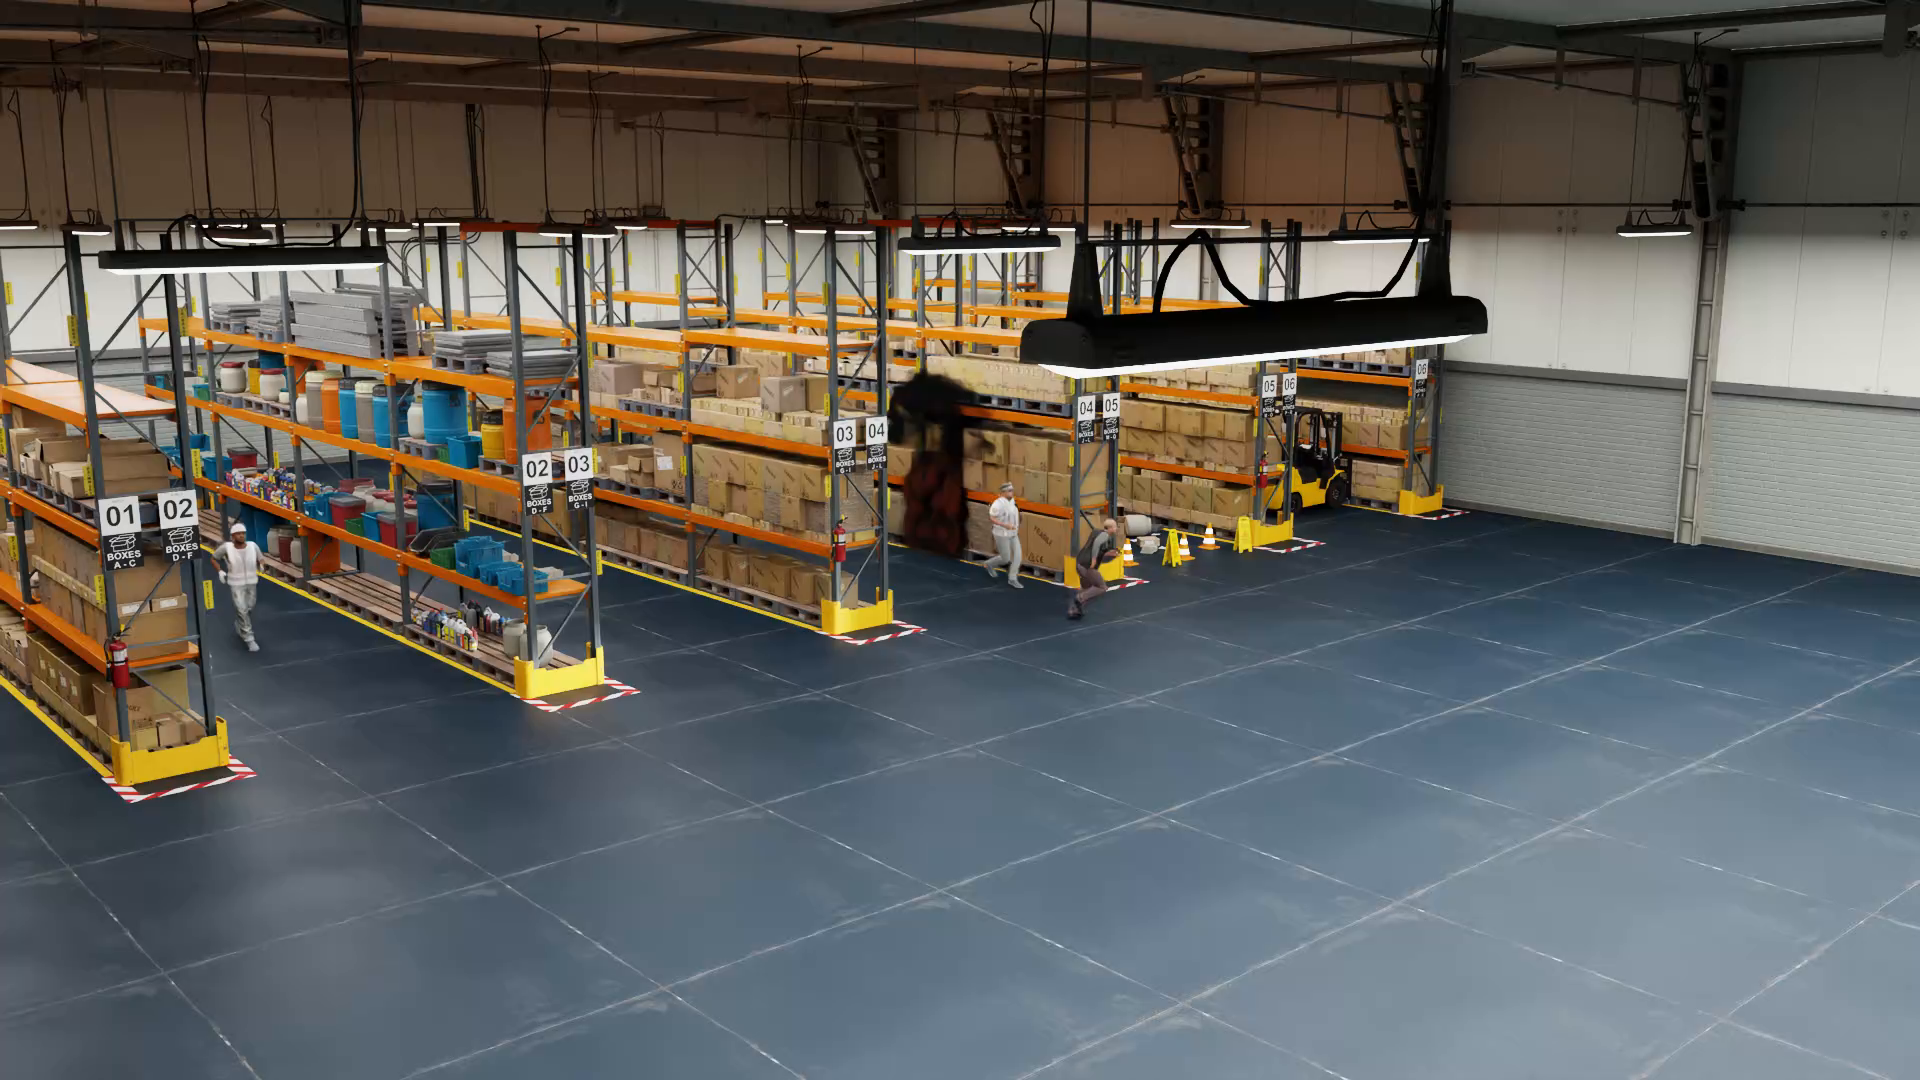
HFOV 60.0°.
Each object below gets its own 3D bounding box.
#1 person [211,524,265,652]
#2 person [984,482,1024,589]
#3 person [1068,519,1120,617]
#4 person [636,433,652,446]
[{"bbox_3d":[-10.380,0.650,24.077,0.682,1.794,0.949,-11,16,-43],"label":"person"},{"bbox_3d":[0.744,-0.098,27.802,0.762,1.791,0.700,10,15,41],"label":"person"},{"bbox_3d":[2.094,0.450,25.736,0.856,1.548,0.684,-3,12,-14],"label":"person"},{"bbox_3d":[-7.983,-2.915,42.160,0.613,1.658,0.547,8,14,35],"label":"person"}]
